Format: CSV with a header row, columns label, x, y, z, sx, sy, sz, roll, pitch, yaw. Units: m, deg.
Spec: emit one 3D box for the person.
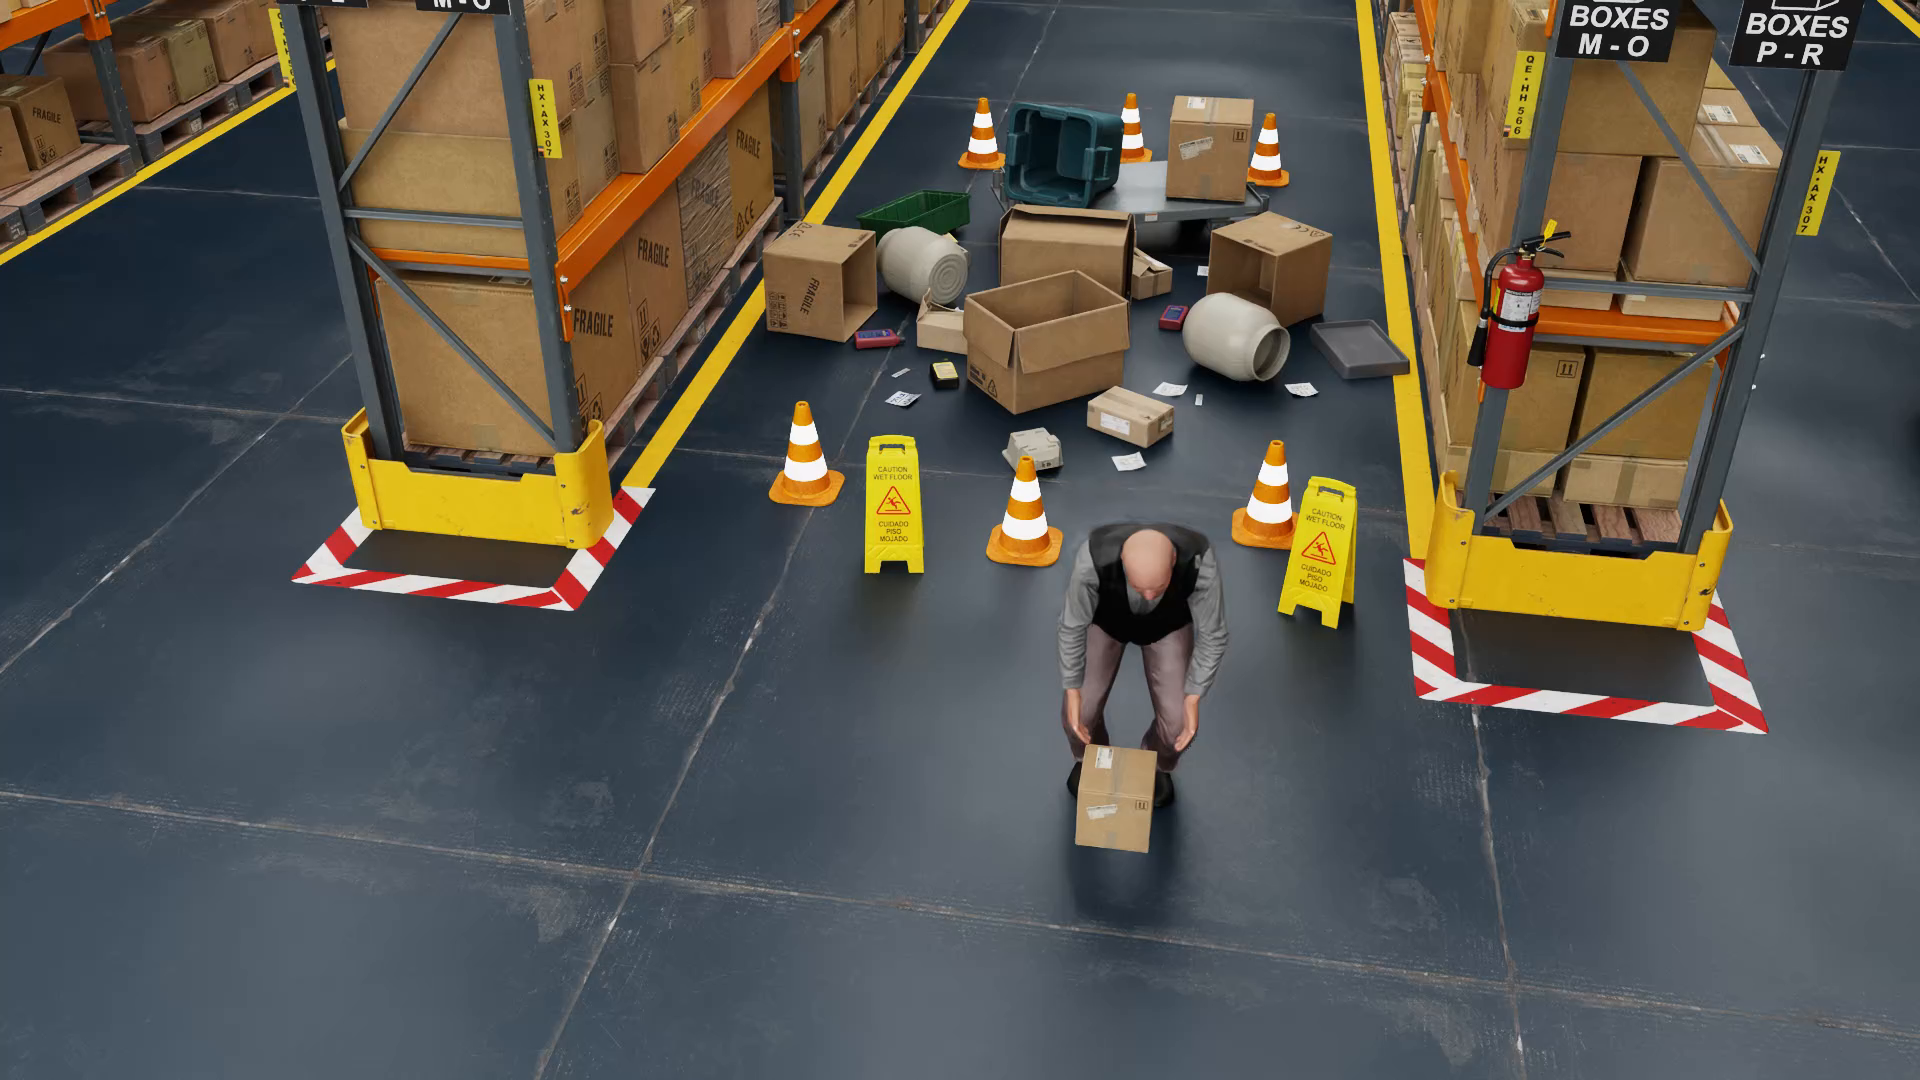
label,x,y,z,sx,sy,sz,roll,pitch,yaw
person,0.649,0.390,5.923,0.590,1.318,0.754,5,33,8
